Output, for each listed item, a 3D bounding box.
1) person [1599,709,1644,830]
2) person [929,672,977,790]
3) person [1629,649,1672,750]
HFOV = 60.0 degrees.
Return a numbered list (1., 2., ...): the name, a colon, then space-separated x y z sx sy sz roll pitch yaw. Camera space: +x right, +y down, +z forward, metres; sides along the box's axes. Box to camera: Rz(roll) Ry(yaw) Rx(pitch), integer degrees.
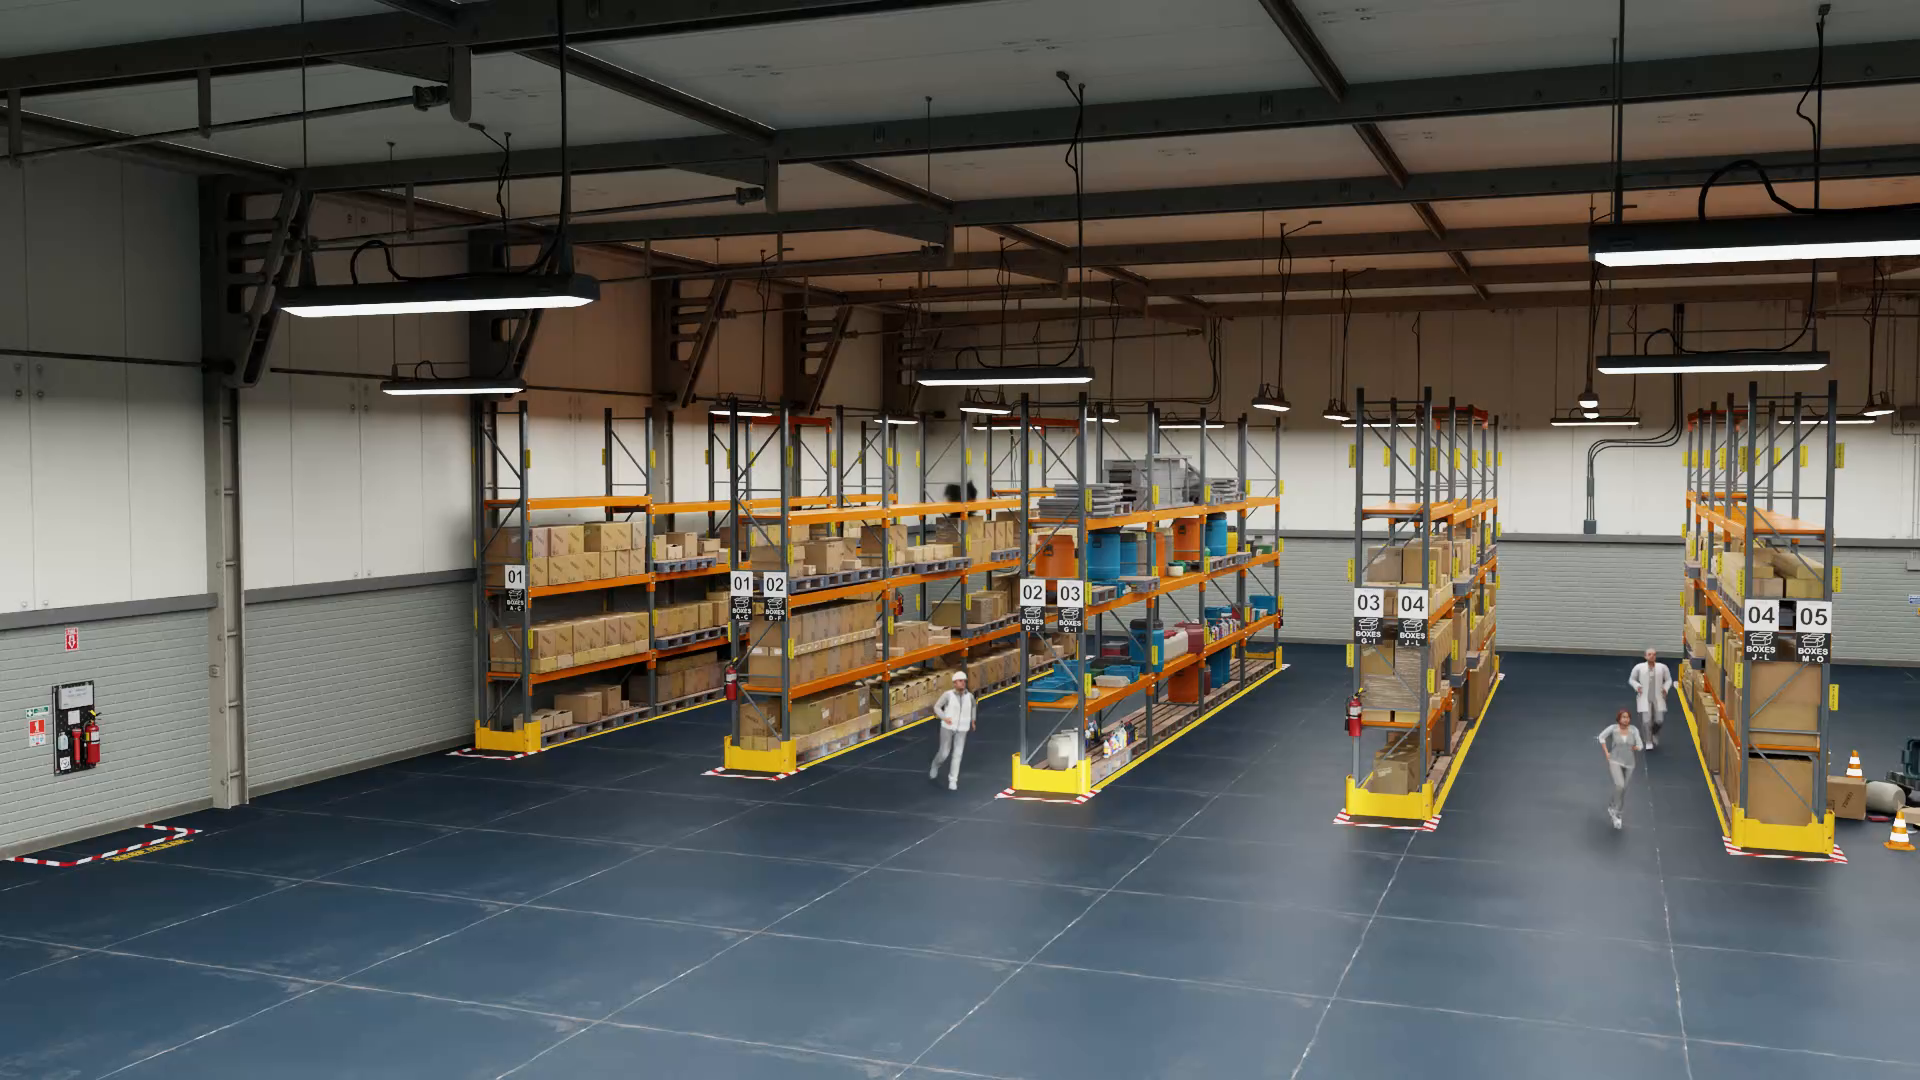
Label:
1. person: 9.040 3.111 22.732 0.515 1.620 0.756 0 3 2
2. person: -0.046 2.886 25.454 0.718 1.734 0.932 -1 3 -15
3. person: 11.902 2.739 28.653 0.705 1.727 0.661 1 3 16
